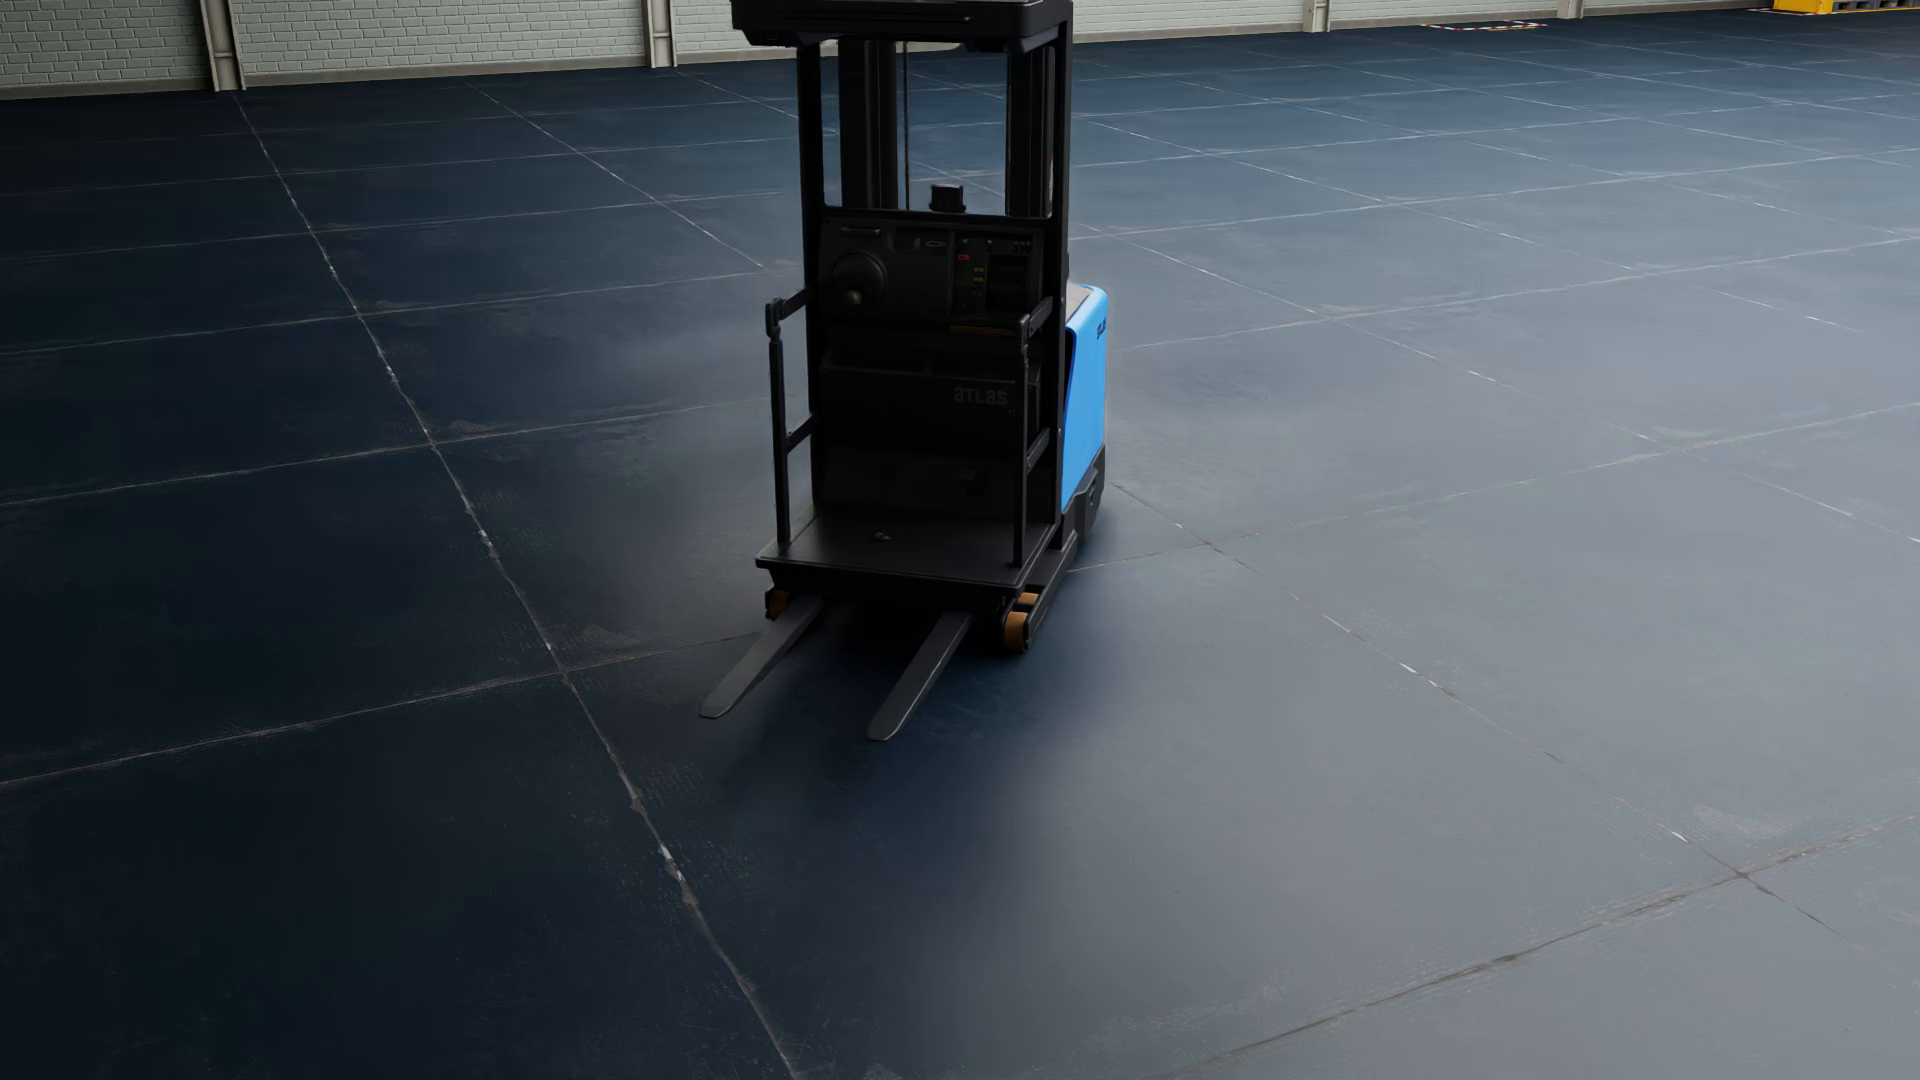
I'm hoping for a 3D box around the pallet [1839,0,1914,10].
[{"bbox_3d":[18.818,-11.092,34.270,1.213,0.211,1.003,-10,25,-24],"label":"pallet"}]

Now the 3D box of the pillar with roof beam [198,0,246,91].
[{"bbox_3d":[-8.004,-8.771,17.172,0.400,9.000,9.100,-10,25,-24],"label":"pillar with roof beam"}]

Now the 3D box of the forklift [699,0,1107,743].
[{"bbox_3d":[-0.174,-1.069,6.500,1.130,2.935,3.031,6,23,14],"label":"forklift"}]

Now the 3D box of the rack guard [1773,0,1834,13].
[{"bbox_3d":[16.973,-10.902,33.434,0.348,0.500,1.175,-10,25,-24],"label":"rack guard"}]

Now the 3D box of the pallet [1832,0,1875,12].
[{"bbox_3d":[17.721,-10.891,33.785,1.213,0.211,1.003,-10,25,-24],"label":"pallet"}]

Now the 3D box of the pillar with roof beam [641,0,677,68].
[{"bbox_3d":[-2.598,-9.766,19.577,0.400,9.000,9.100,-10,25,-24],"label":"pillar with roof beam"}]

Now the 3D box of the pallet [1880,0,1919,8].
[{"bbox_3d":[19.919,-11.296,34.763,1.213,0.211,1.003,-10,25,-24],"label":"pallet"}]

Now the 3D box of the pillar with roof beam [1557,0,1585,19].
[{"bbox_3d":[13.621,-12.752,26.790,0.400,9.000,9.100,-10,25,-24],"label":"pillar with roof beam"}]

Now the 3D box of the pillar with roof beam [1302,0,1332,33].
[{"bbox_3d":[8.215,-11.756,24.385,0.400,9.000,9.100,-10,25,-24],"label":"pillar with roof beam"}]
